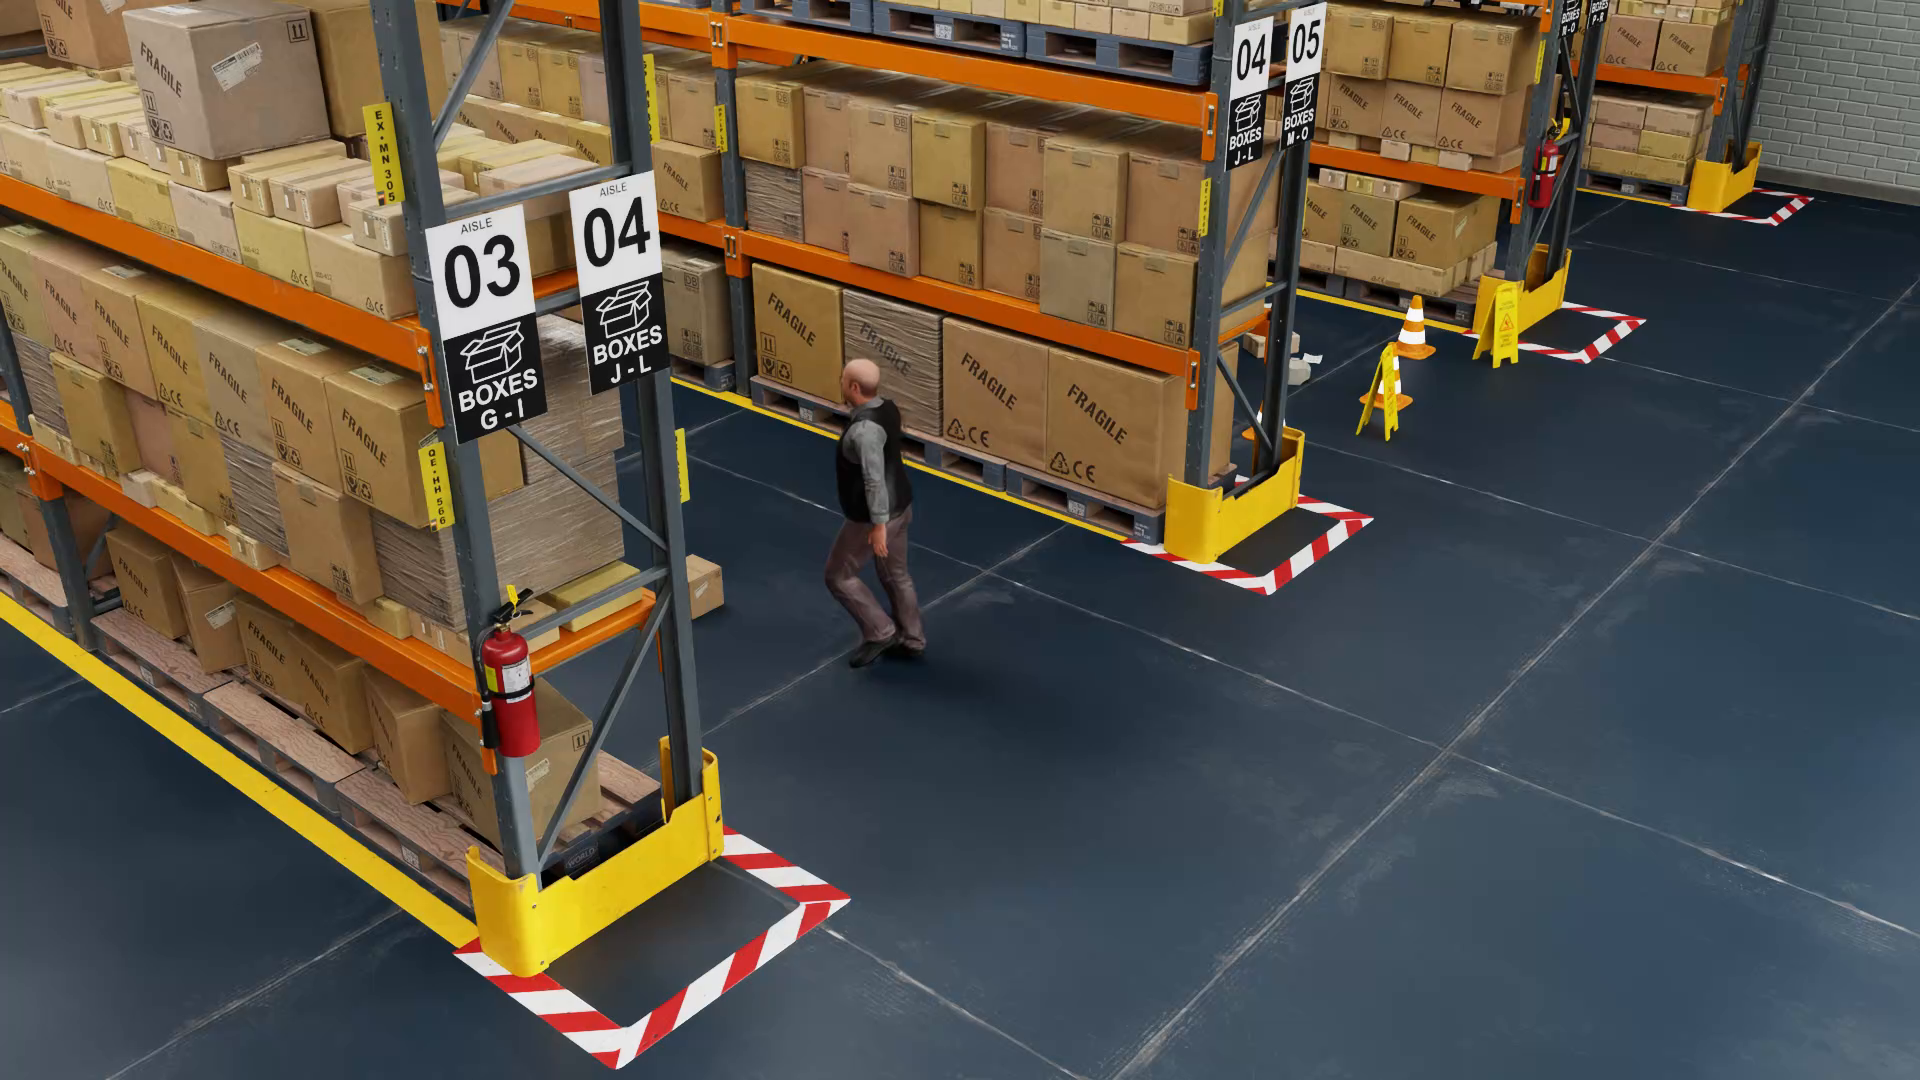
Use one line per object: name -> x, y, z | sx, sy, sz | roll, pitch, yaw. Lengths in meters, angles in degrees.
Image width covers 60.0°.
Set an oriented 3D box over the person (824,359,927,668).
person -> -0.433, -0.145, 8.890 | 0.529, 1.704, 0.564 | 8, 28, 15
